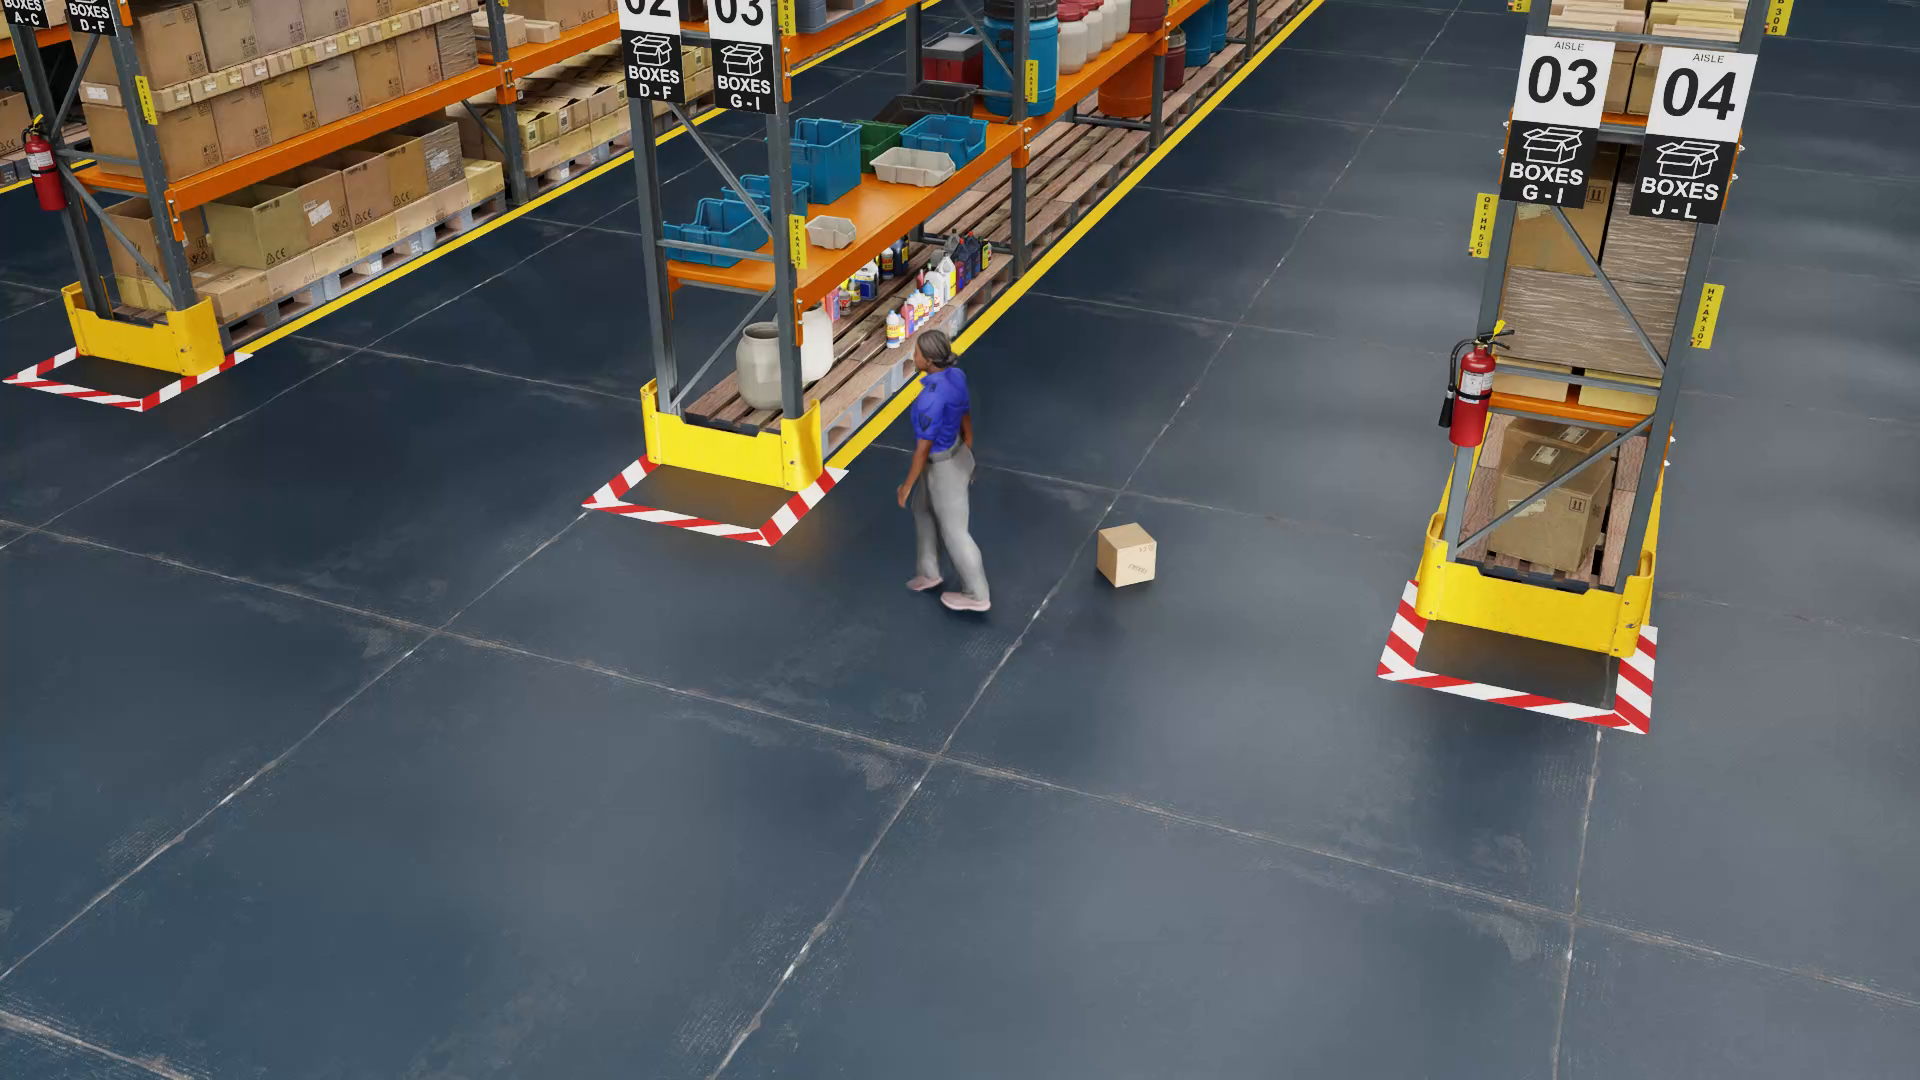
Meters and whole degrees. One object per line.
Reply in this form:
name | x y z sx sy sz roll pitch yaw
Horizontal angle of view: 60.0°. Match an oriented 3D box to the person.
person | -0.098 -0.332 9.011 0.571 1.723 0.469 8 31 13
